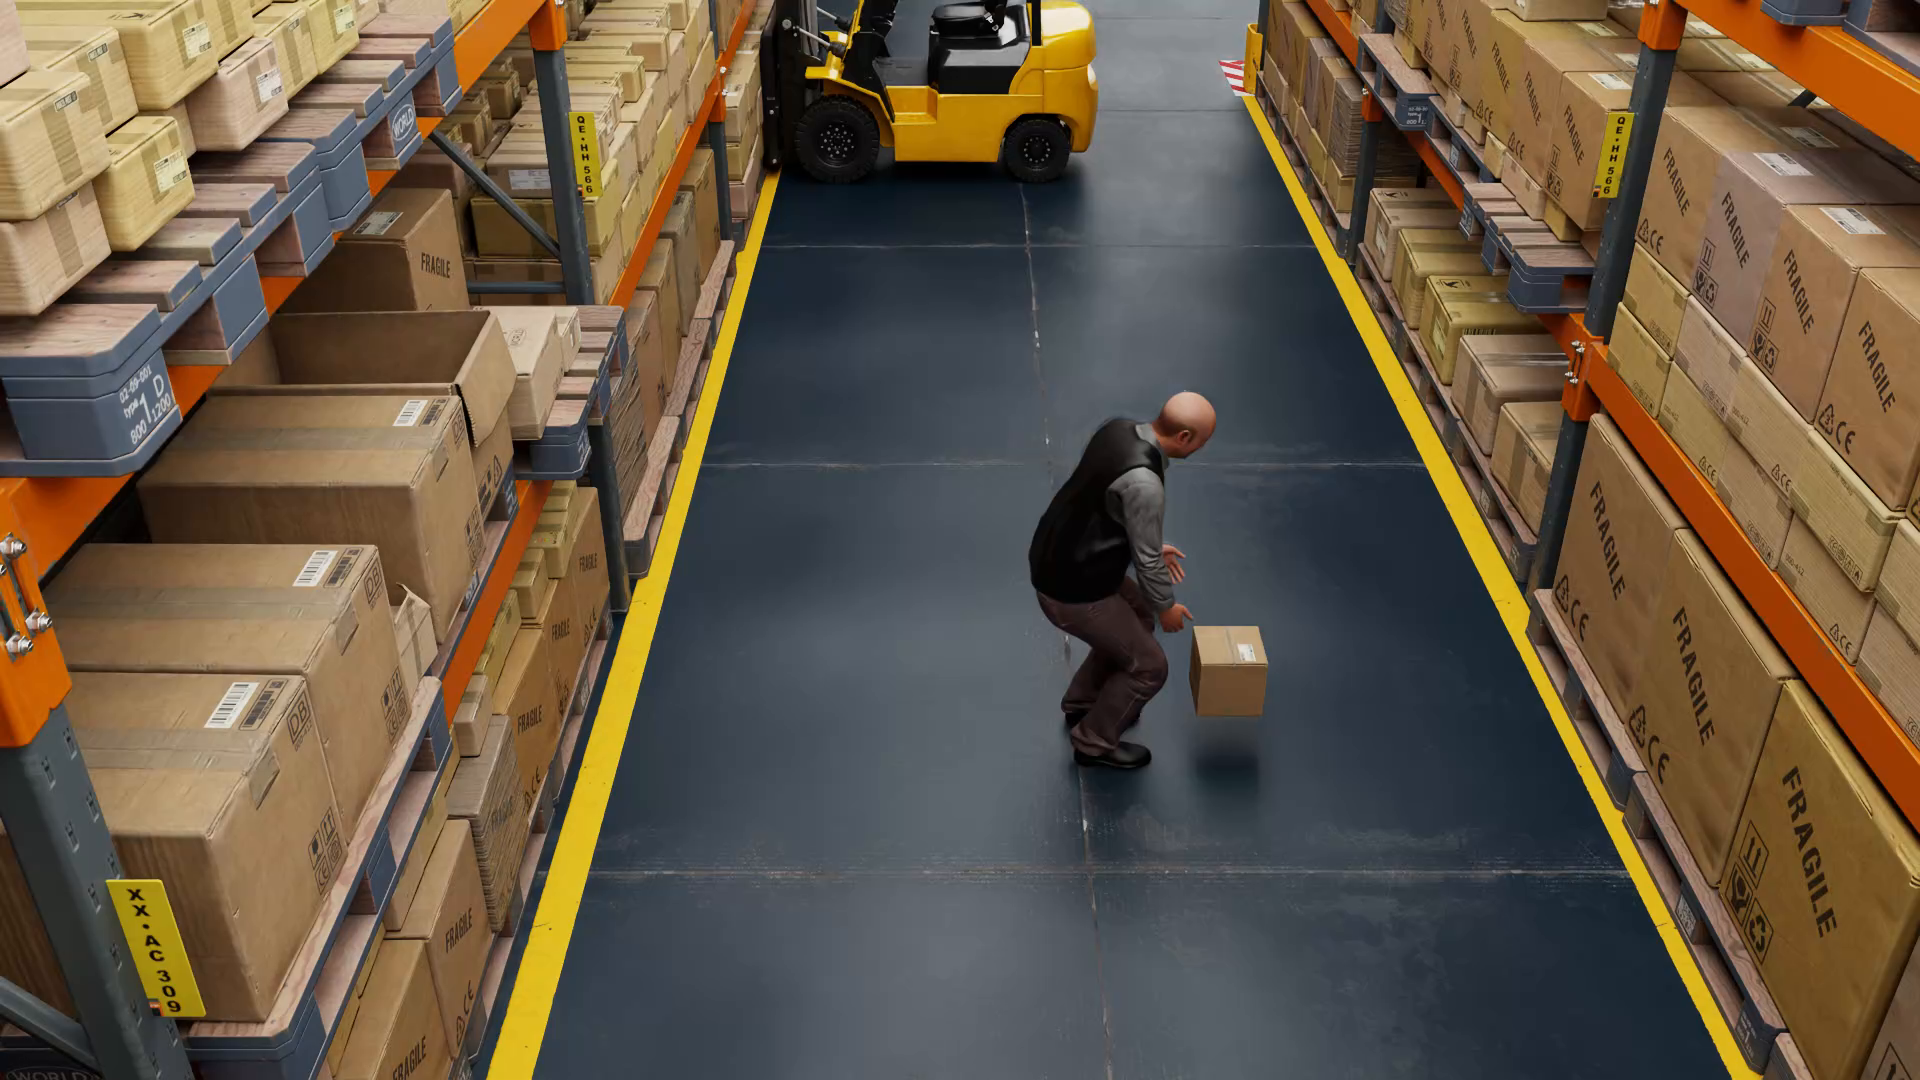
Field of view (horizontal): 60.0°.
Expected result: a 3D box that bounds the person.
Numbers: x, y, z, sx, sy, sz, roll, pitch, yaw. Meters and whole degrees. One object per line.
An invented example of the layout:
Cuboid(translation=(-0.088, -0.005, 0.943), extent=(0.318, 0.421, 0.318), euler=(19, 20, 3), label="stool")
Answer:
Cuboid(translation=(0.578, 0.129, 6.178), extent=(0.647, 1.488, 0.589), euler=(0, 31, 0), label="person")
